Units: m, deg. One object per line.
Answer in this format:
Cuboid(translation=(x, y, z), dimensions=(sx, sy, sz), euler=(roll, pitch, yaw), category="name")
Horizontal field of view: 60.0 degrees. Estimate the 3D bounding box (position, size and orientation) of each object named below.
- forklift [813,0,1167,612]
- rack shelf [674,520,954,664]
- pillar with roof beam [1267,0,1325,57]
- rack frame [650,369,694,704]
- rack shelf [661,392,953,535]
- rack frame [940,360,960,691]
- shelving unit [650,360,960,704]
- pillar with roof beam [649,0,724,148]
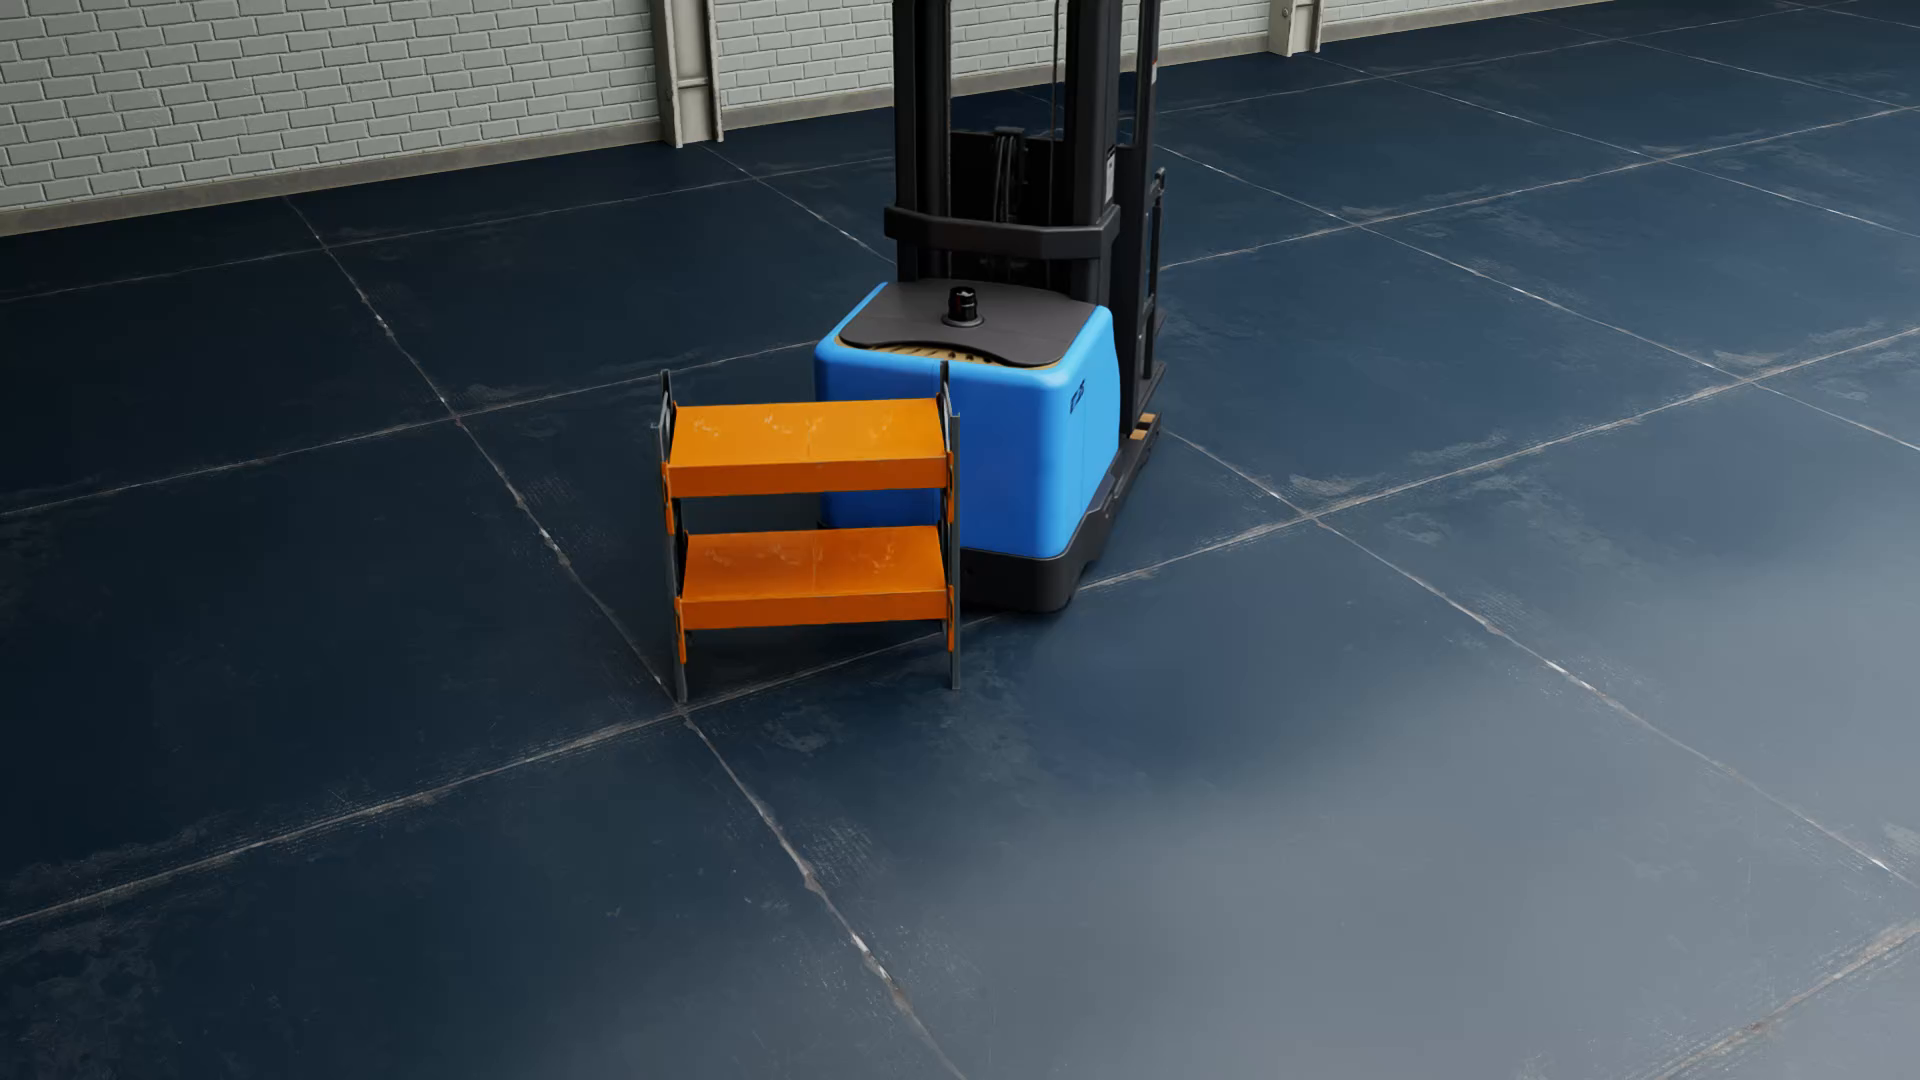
Cuboid(translation=(0.345, -1.693, 7.285), dimensions=(1.130, 2.935, 3.031), euler=(9, 30, 15), category="forklift")
Cuboid(translation=(-0.544, 0.186, 6.255), dimensions=(1.000, 0.278, 0.538), euler=(-2, 29, -4), category="rack shelf")
Cuboid(translation=(5.286, -6.710, 10.095), dimensions=(0.400, 9.000, 9.100), euler=(-16, 33, -26), category="pillar with roof beam")
Cuboid(translation=(-1.050, -0.007, 6.098), dimensions=(0.032, 1.125, 0.500), euler=(-2, 29, -4), category="rack frame")
Cuboid(translation=(-0.544, -0.284, 5.995), dimensions=(1.000, 0.278, 0.538), euler=(-2, 29, -4), category="rack shelf")
Cuboid(translation=(-0.037, -0.049, 6.174), dimensions=(0.032, 1.125, 0.500), euler=(-2, 29, -4), category="rack frame")
Cuboid(translation=(-0.544, -0.028, 6.136), dimensions=(1.048, 1.125, 0.538), euler=(-2, 29, -4), category="shelving unit")
Cuboid(translation=(0.113, -5.241, 7.434), dimensions=(0.400, 9.000, 9.100), euler=(-16, 33, -26), category="pillar with roof beam")
